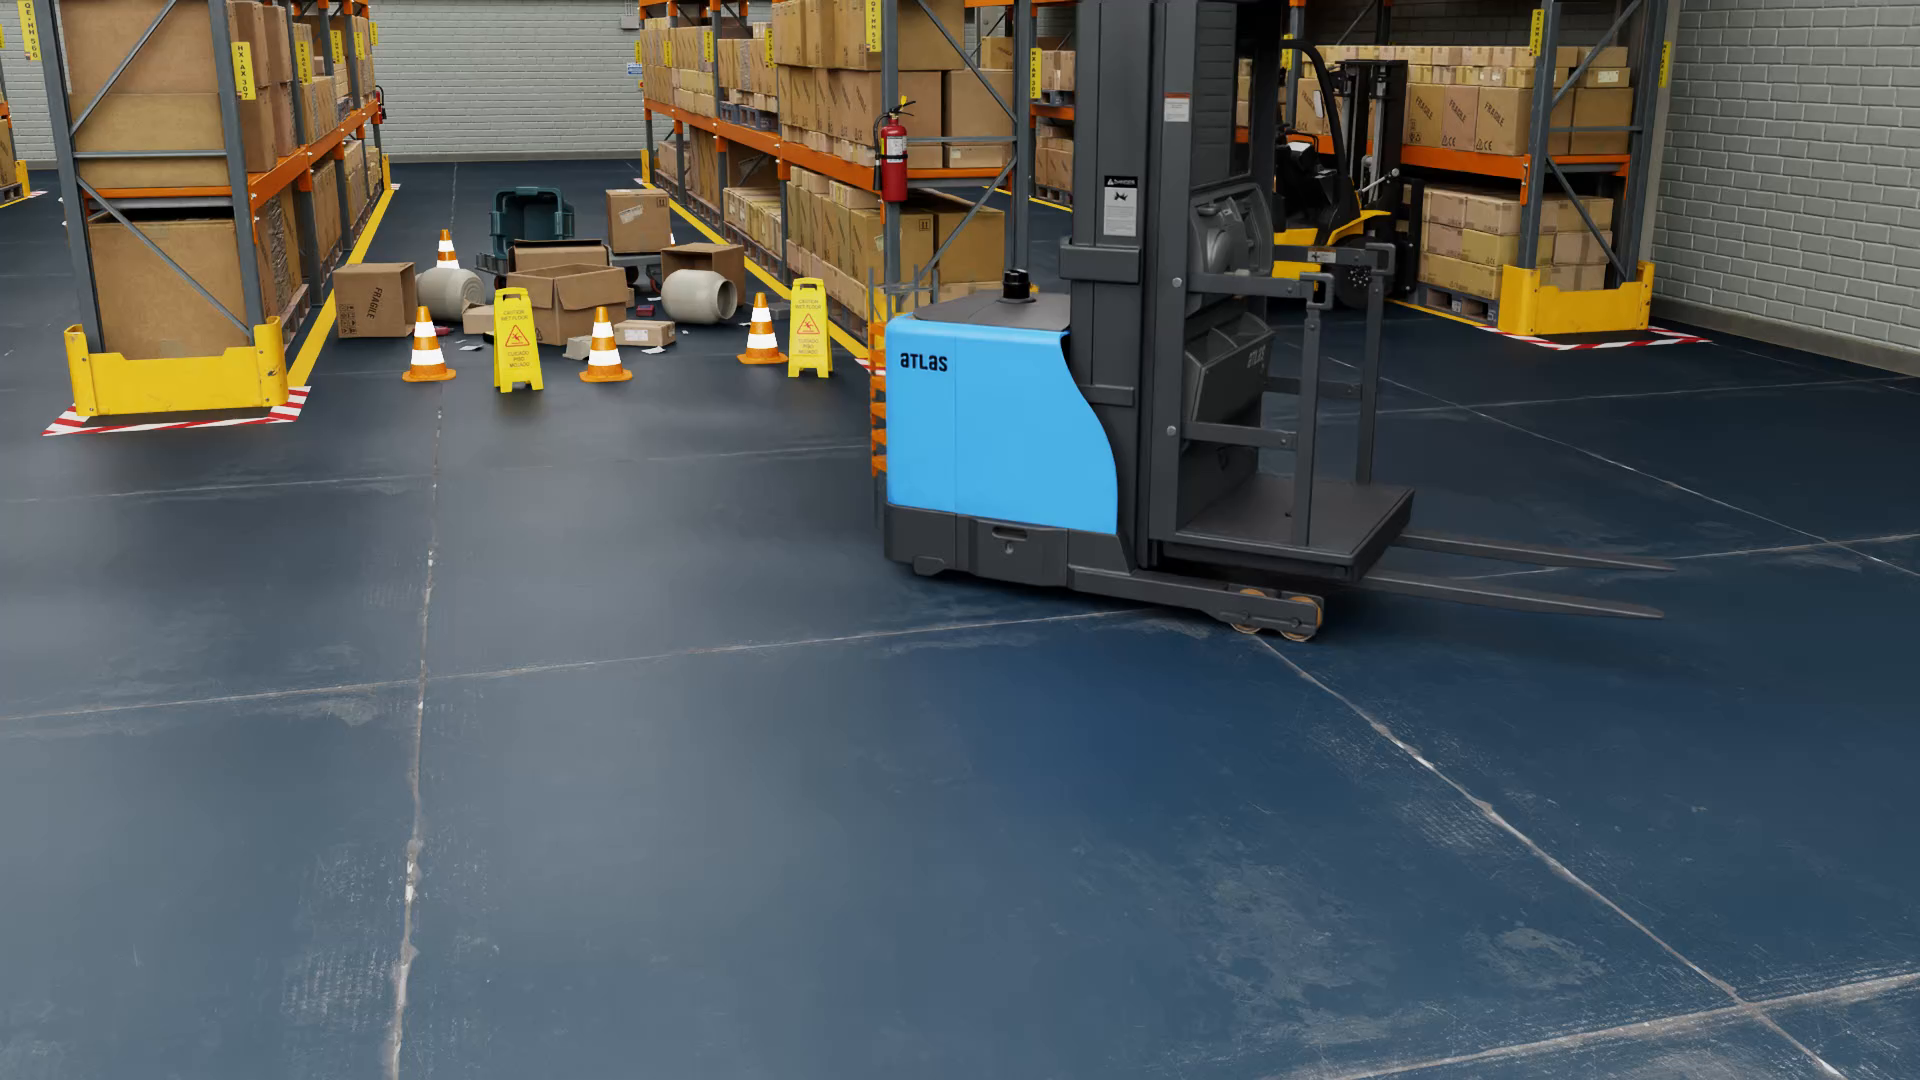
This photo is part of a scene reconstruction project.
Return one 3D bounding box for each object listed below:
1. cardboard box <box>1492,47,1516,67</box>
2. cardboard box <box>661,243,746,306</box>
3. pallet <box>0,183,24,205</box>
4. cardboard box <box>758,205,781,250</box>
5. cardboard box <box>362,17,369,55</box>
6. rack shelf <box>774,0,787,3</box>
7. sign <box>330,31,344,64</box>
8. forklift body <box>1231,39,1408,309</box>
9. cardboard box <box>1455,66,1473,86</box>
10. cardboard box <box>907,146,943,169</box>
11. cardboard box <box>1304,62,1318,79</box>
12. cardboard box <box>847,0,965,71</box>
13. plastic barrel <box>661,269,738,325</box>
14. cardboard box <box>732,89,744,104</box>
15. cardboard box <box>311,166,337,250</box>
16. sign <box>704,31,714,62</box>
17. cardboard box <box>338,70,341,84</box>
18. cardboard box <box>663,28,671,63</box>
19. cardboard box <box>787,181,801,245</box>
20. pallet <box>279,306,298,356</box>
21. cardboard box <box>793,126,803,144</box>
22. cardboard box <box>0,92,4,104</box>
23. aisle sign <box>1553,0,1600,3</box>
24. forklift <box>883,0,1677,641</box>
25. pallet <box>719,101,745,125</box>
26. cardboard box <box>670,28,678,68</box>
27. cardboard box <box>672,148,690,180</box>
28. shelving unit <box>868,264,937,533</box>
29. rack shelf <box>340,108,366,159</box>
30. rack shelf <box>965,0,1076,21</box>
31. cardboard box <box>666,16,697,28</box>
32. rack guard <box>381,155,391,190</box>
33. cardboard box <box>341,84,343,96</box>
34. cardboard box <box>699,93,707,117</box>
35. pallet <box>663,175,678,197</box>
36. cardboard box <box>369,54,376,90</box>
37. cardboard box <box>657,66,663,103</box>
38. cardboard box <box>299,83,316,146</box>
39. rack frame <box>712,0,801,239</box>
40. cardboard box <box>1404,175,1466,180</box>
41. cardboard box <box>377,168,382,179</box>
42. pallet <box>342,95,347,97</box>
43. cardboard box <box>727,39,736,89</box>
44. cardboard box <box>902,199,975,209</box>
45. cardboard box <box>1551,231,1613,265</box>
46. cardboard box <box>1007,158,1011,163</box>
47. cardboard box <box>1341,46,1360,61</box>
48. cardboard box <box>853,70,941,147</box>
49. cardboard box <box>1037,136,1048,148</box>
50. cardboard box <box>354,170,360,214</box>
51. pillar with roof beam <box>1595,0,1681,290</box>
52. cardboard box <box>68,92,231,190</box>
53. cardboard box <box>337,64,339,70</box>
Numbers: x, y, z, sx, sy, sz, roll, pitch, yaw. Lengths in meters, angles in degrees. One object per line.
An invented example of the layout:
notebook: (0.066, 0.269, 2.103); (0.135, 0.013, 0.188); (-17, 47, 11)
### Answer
cardboard box: (4.349, -3.730, 12.839); (0.380, 0.149, 0.250); (-5, 17, -15)
cardboard box: (-2.137, -2.194, 13.884); (0.500, 0.500, 0.500); (7, 18, 23)
pallet: (-13.655, -4.779, 22.997); (1.003, 0.211, 1.213); (-5, 17, -15)
cardboard box: (-1.471, -3.080, 16.330); (0.950, 0.372, 0.625); (-4, 17, -12)
cardboard box: (-8.497, -6.973, 23.024); (0.500, 0.500, 0.500); (-4, 17, -12)
rack shelf: (-0.574, -4.333, 12.700); (1.077, 0.370, 4.000); (-5, 17, -15)
sign: (-6.422, -5.081, 17.139); (0.100, 0.325, 0.005); (-5, 17, -15)
forklift body: (2.472, -3.055, 13.884); (2.313, 2.155, 1.214); (-5, 17, -15)
cardboard box: (4.214, -3.728, 13.347); (0.380, 0.149, 0.250); (-5, 17, -16)
cardboard box: (-0.333, -2.654, 11.510); (0.380, 0.149, 0.250); (-4, 17, -13)
cardboard box: (3.483, -4.437, 15.709); (0.380, 0.149, 0.250); (-5, 17, -16)
cardboard box: (-0.374, -3.481, 11.398); (0.700, 0.500, 0.500); (-5, 17, -17)
plastic barrel: (-2.047, -1.906, 13.060); (0.512, 0.421, 0.421); (7, 18, 23)
cardboard box: (-2.180, -4.639, 17.388); (0.380, 0.149, 0.250); (-5, 17, -15)
cardboard box: (-6.630, -3.188, 16.031); (1.050, 0.750, 0.750); (-4, 17, -14)
sign: (-2.755, -5.410, 18.237); (0.100, 0.325, 0.005); (-5, 17, -15)
cardboard box: (-7.466, -5.428, 19.497); (0.380, 0.149, 0.250); (-6, 18, -18)
cardboard box: (-3.717, -6.643, 22.440); (0.500, 0.500, 0.500); (-5, 17, -16)
cardboard box: (-1.221, -2.853, 14.482); (0.500, 0.500, 0.500); (-4, 17, -13)
pallet: (-5.382, -1.485, 12.028); (1.003, 0.211, 1.213); (-5, 17, -15)
cardboard box: (-1.226, -3.496, 14.312); (0.380, 0.149, 0.250); (-4, 17, -14)
cardboard box: (-13.535, -6.137, 23.106); (0.380, 0.149, 0.250); (-4, 17, -14)
aisle sign: (4.483, -4.285, 11.984); (0.394, 0.787, 0.004); (-5, 17, -15)
forklift: (1.235, -1.200, 6.352); (3.031, 2.935, 1.130); (8, 19, 25)
pallet: (-1.924, -4.620, 17.952); (1.213, 0.211, 1.003); (-5, 17, -15)
cardboard box: (-3.477, -6.389, 21.597); (0.500, 0.500, 0.500); (-4, 17, -15)
cardboard box: (-3.638, -5.411, 23.975); (0.875, 0.438, 0.875); (-5, 17, -17)
shelving unit: (-0.246, -0.601, 7.363); (0.258, 1.200, 0.189); (-8, 18, -26)
rack shelf: (-7.504, -4.690, 19.102); (1.077, 0.370, 4.000); (-5, 17, -15)
rack shelf: (0.900, -8.046, 25.060); (1.077, 0.370, 4.000); (-5, 17, -15)
cardboard box: (-3.713, -6.905, 22.184); (0.380, 0.149, 0.250); (-5, 17, -16)
rack guard: (-9.132, -5.476, 24.813); (1.175, 0.500, 0.348); (-5, 17, -15)
cardboard box: (-7.465, -5.288, 19.548); (0.380, 0.149, 0.250); (-5, 18, -18)
cardboard box: (-2.767, -5.088, 19.438); (0.500, 0.250, 0.500); (-4, 17, -14)
pallet: (-3.795, -5.226, 24.484); (1.003, 0.211, 1.213); (-5, 17, -15)
cardboard box: (-8.782, -6.781, 24.120); (0.500, 0.500, 0.500); (-4, 17, -14)
cardboard box: (-3.994, -6.443, 23.513); (0.500, 0.500, 0.500); (-5, 17, -16)
cardboard box: (-5.741, -3.590, 14.014); (0.500, 0.500, 0.500); (-4, 17, -15)
rack frame: (-2.223, -4.901, 18.553); (1.000, 3.000, 0.127); (-5, 17, -15)
cardboard box: (4.249, -3.150, 15.036); (0.500, 0.250, 0.500); (-5, 17, -15)
cardboard box: (-8.640, -5.338, 24.233); (0.380, 0.149, 0.250); (-4, 17, -14)
pallet: (-7.983, -5.273, 20.126); (1.003, 0.211, 1.213); (-5, 17, -15)
cardboard box: (-2.171, -5.006, 17.482); (0.500, 0.500, 0.500); (-4, 17, -12)
cardboard box: (-0.135, -2.327, 12.731); (0.500, 0.500, 0.500); (-5, 18, -17)
cardboard box: (4.818, -2.351, 13.247); (0.500, 0.250, 0.500); (-4, 17, -14)
cardboard box: (0.916, -5.522, 24.643); (0.396, 0.266, 0.258); (-4, 17, -13)
cardboard box: (3.660, -4.363, 14.943); (0.380, 0.149, 0.250); (-4, 17, -14)
cardboard box: (-0.438, -3.006, 11.556); (0.500, 0.500, 0.500); (-5, 17, -16)
cardboard box: (1.292, -5.595, 23.351); (0.380, 0.149, 0.250); (-4, 17, -13)
cardboard box: (-7.191, -3.982, 19.108); (0.500, 0.500, 0.500); (-5, 17, -17)
pillar with roof beam: (1.283, -5.878, 11.378); (9.100, 9.000, 0.400); (-5, 17, -15)
cardboard box: (-4.901, -2.439, 10.098); (0.875, 0.550, 0.550); (-5, 17, -15)
cardboard box: (-7.475, -5.571, 19.457); (0.380, 0.149, 0.250); (-5, 18, -17)
